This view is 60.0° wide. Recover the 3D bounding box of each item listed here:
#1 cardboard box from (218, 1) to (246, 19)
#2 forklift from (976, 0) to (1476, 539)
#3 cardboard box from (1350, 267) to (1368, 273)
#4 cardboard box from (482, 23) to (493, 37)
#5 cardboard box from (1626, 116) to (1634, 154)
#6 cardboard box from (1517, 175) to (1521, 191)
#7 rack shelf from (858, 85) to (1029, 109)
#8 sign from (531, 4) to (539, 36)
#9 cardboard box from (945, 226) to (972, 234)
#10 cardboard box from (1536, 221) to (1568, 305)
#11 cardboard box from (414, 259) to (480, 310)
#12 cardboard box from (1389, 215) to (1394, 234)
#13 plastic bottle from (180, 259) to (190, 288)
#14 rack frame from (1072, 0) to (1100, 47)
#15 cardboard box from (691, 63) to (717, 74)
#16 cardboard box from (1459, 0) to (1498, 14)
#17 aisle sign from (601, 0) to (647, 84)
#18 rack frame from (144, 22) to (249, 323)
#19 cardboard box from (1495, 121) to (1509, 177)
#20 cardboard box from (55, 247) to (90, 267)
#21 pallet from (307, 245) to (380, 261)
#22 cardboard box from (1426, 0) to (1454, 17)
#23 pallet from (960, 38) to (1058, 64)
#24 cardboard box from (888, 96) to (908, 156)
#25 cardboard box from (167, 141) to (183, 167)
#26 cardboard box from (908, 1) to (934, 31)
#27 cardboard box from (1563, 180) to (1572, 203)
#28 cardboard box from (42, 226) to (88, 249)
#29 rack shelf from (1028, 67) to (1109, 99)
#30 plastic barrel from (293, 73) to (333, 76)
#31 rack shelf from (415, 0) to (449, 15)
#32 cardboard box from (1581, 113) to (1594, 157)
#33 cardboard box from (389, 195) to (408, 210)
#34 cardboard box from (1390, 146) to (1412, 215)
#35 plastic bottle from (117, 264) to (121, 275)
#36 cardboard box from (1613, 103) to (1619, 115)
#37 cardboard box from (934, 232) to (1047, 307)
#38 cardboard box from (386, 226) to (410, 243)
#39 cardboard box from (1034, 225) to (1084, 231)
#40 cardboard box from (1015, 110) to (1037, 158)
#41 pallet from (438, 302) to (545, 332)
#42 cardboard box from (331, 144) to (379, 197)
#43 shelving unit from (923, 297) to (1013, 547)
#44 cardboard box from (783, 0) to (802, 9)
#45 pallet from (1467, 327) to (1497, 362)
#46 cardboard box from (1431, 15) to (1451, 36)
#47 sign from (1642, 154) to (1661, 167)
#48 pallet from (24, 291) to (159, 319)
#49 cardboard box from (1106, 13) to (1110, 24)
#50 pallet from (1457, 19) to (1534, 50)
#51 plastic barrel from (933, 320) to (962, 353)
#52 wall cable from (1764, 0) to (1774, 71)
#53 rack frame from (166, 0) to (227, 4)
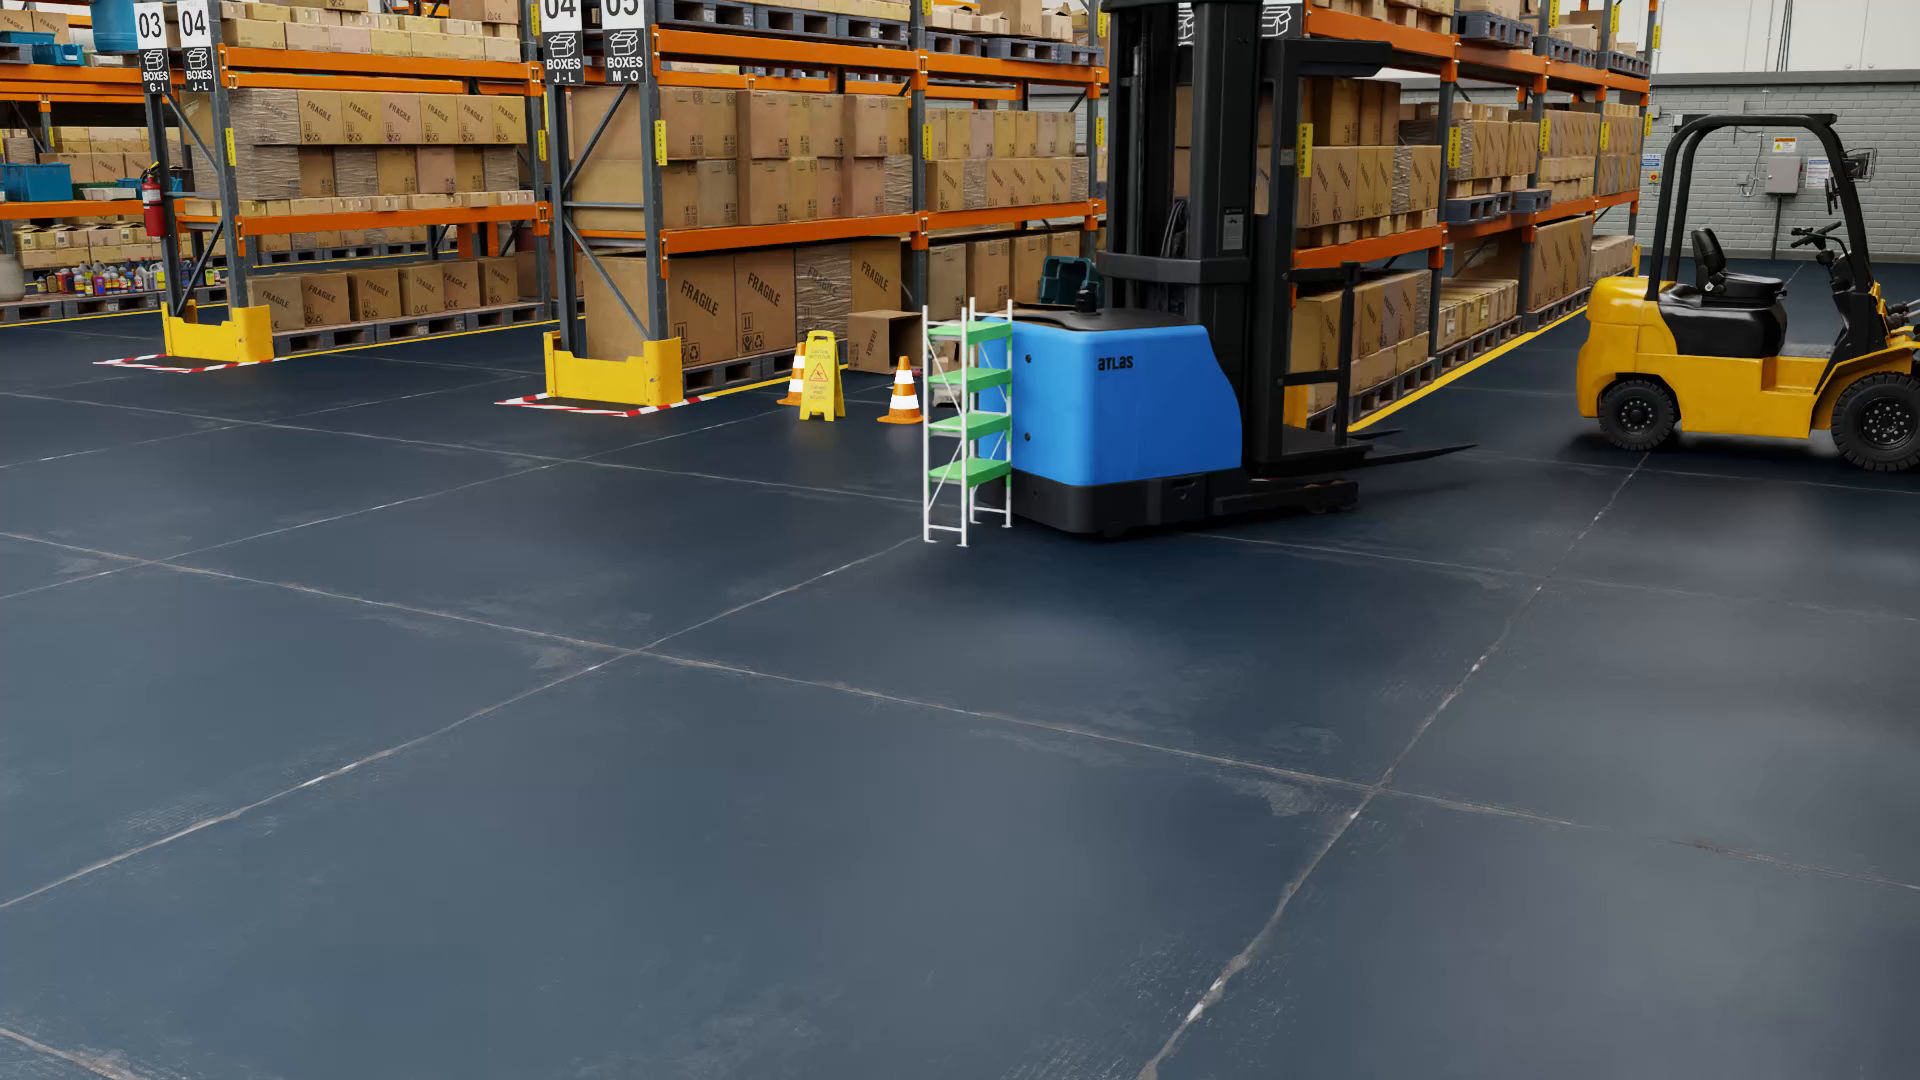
[{"bbox_3d":[-6.689,-4.781,15.033,0.380,0.149,0.250,7,15,28],"label":"cardboard box"},{"bbox_3d":[1.618,-1.665,9.185,3.031,2.935,1.130,-8,16,-30],"label":"forklift"},{"bbox_3d":[3.063,-2.011,13.845,0.500,0.500,0.500,8,16,31],"label":"cardboard box"},{"bbox_3d":[-5.204,-5.427,17.714,0.380,0.149,0.250,8,15,29],"label":"cardboard box"},{"bbox_3d":[8.892,-5.528,22.718,0.500,0.500,0.500,7,15,28],"label":"cardboard box"},{"bbox_3d":[5.288,-3.507,16.321,0.380,0.149,0.250,7,15,25],"label":"cardboard box"},{"bbox_3d":[-0.257,-7.152,26.935,1.077,0.370,4.000,7,15,28],"label":"rack shelf"},{"bbox_3d":[-4.612,-5.642,18.031,0.100,0.325,0.005,7,15,28],"label":"sign"},{"bbox_3d":[-0.399,-5.116,26.990,0.875,0.875,0.875,7,15,28],"label":"cardboard box"},{"bbox_3d":[6.360,-3.176,18.944,0.875,0.875,0.875,8,15,29],"label":"cardboard box"},{"bbox_3d":[-5.589,-2.785,18.123,0.500,0.500,0.500,-12,18,-41],"label":"cardboard box"},{"bbox_3d":[3.058,-2.389,12.578,0.380,0.149,0.250,7,15,27],"label":"cardboard box"},{"bbox_3d":[-9.578,-3.275,20.432,0.144,0.351,0.185,7,15,25],"label":"plastic bottle"},{"bbox_3d":[1.136,-7.146,18.976,1.000,3.000,0.127,7,15,28],"label":"rack frame"},{"bbox_3d":[-3.400,-5.969,20.814,0.500,0.250,0.500,7,15,28],"label":"cardboard box"},{"bbox_3d":[4.218,-4.533,13.960,0.500,0.250,0.500,7,15,27],"label":"cardboard box"},{"bbox_3d":[-2.503,-3.804,12.365,0.394,0.787,0.004,7,15,28],"label":"aisle sign"},{"bbox_3d":[-7.024,-3.171,15.288,1.000,3.000,0.127,7,15,28],"label":"rack frame"},{"bbox_3d":[4.794,-3.640,15.486,0.500,0.500,0.500,7,15,26],"label":"cardboard box"},{"bbox_3d":[-13.101,-4.142,24.285,0.500,0.250,0.500,8,16,29],"label":"cardboard box"},{"bbox_3d":[-10.842,-4.978,28.733,1.003,0.211,1.213,7,15,28],"label":"pallet"},{"bbox_3d":[3.606,-4.278,13.162,0.500,0.250,0.500,7,15,28],"label":"cardboard box"},{"bbox_3d":[0.333,-5.229,17.824,1.003,0.211,1.213,8,16,31],"label":"pallet"},{"bbox_3d":[-1.006,-3.935,15.833,0.875,0.550,0.550,7,15,28],"label":"cardboard box"},{"bbox_3d":[-14.722,-7.189,31.061,0.500,0.500,0.500,7,15,28],"label":"cardboard box"},{"bbox_3d":[-0.596,-5.210,16.556,0.500,0.250,0.500,8,15,29],"label":"cardboard box"},{"bbox_3d":[6.702,-4.005,19.065,0.500,0.250,0.500,7,15,28],"label":"cardboard box"},{"bbox_3d":[-13.096,-4.414,24.216,0.500,0.311,0.500,7,15,27],"label":"cardboard box"},{"bbox_3d":[2.103,-5.749,21.114,1.077,0.370,4.000,7,15,28],"label":"rack shelf"},{"bbox_3d":[-8.738,-6.652,22.257,0.600,0.901,0.708,7,15,28],"label":"plastic barrel"},{"bbox_3d":[-6.526,-8.156,25.554,1.077,0.370,4.000,7,15,28],"label":"rack shelf"},{"bbox_3d":[7.212,-4.818,19.772,0.500,0.500,0.500,8,16,29],"label":"cardboard box"},{"bbox_3d":[-5.863,-3.444,16.954,0.380,0.149,0.250,7,15,28],"label":"cardboard box"},{"bbox_3d":[3.098,-2.730,12.608,0.500,0.500,0.500,8,16,30],"label":"cardboard box"},{"bbox_3d":[-10.388,-3.260,20.513,0.061,0.283,0.133,8,16,31],"label":"plastic bottle"},{"bbox_3d":[8.356,-5.603,21.643,0.380,0.149,0.250,7,15,26],"label":"cardboard box"},{"bbox_3d":[0.343,-3.046,18.672,1.050,0.750,0.750,8,16,29],"label":"cardboard box"},{"bbox_3d":[-10.127,-5.521,29.429,0.500,0.500,0.500,7,15,28],"label":"cardboard box"},{"bbox_3d":[1.237,-3.754,20.540,0.500,0.250,0.500,7,15,27],"label":"cardboard box"},{"bbox_3d":[0.421,-4.464,18.304,0.700,0.500,0.500,7,15,27],"label":"cardboard box"},{"bbox_3d":[-5.384,-2.495,18.431,1.003,0.211,1.213,7,15,28],"label":"pallet"},{"bbox_3d":[-6.318,-3.688,16.584,0.875,0.500,0.500,7,15,28],"label":"cardboard box"},{"bbox_3d":[0.044,-0.612,8.512,0.258,1.200,0.503,7,15,28],"label":"shelving unit"},{"bbox_3d":[-1.552,-4.523,13.920,0.380,0.149,0.250,8,15,29],"label":"cardboard box"},{"bbox_3d":[4.548,-1.925,16.067,1.003,0.211,1.213,7,15,28],"label":"pallet"},{"bbox_3d":[3.699,-4.106,13.300,0.380,0.149,0.250,7,15,28],"label":"cardboard box"},{"bbox_3d":[12.078,-6.640,29.099,0.327,0.218,0.001,7,15,28],"label":"sign"},{"bbox_3d":[-10.376,-2.813,19.752,1.003,0.211,1.213,7,15,28],"label":"pallet"},{"bbox_3d":[1.822,-6.266,19.880,0.396,0.266,0.258,7,15,28],"label":"cardboard box"},{"bbox_3d":[4.475,-4.564,15.065,1.213,0.211,1.003,7,15,28],"label":"pallet"},{"bbox_3d":[-0.003,-1.750,14.891,0.421,0.421,0.512,-5,14,-20],"label":"plastic barrel"},{"bbox_3d":[12.546,-9.361,28.161,2.355,3.000,0.029,7,15,28],"label":"wall cable"},{"bbox_3d":[-9.427,-7.470,20.317,1.000,3.000,0.127,7,15,28],"label":"rack frame"}]
